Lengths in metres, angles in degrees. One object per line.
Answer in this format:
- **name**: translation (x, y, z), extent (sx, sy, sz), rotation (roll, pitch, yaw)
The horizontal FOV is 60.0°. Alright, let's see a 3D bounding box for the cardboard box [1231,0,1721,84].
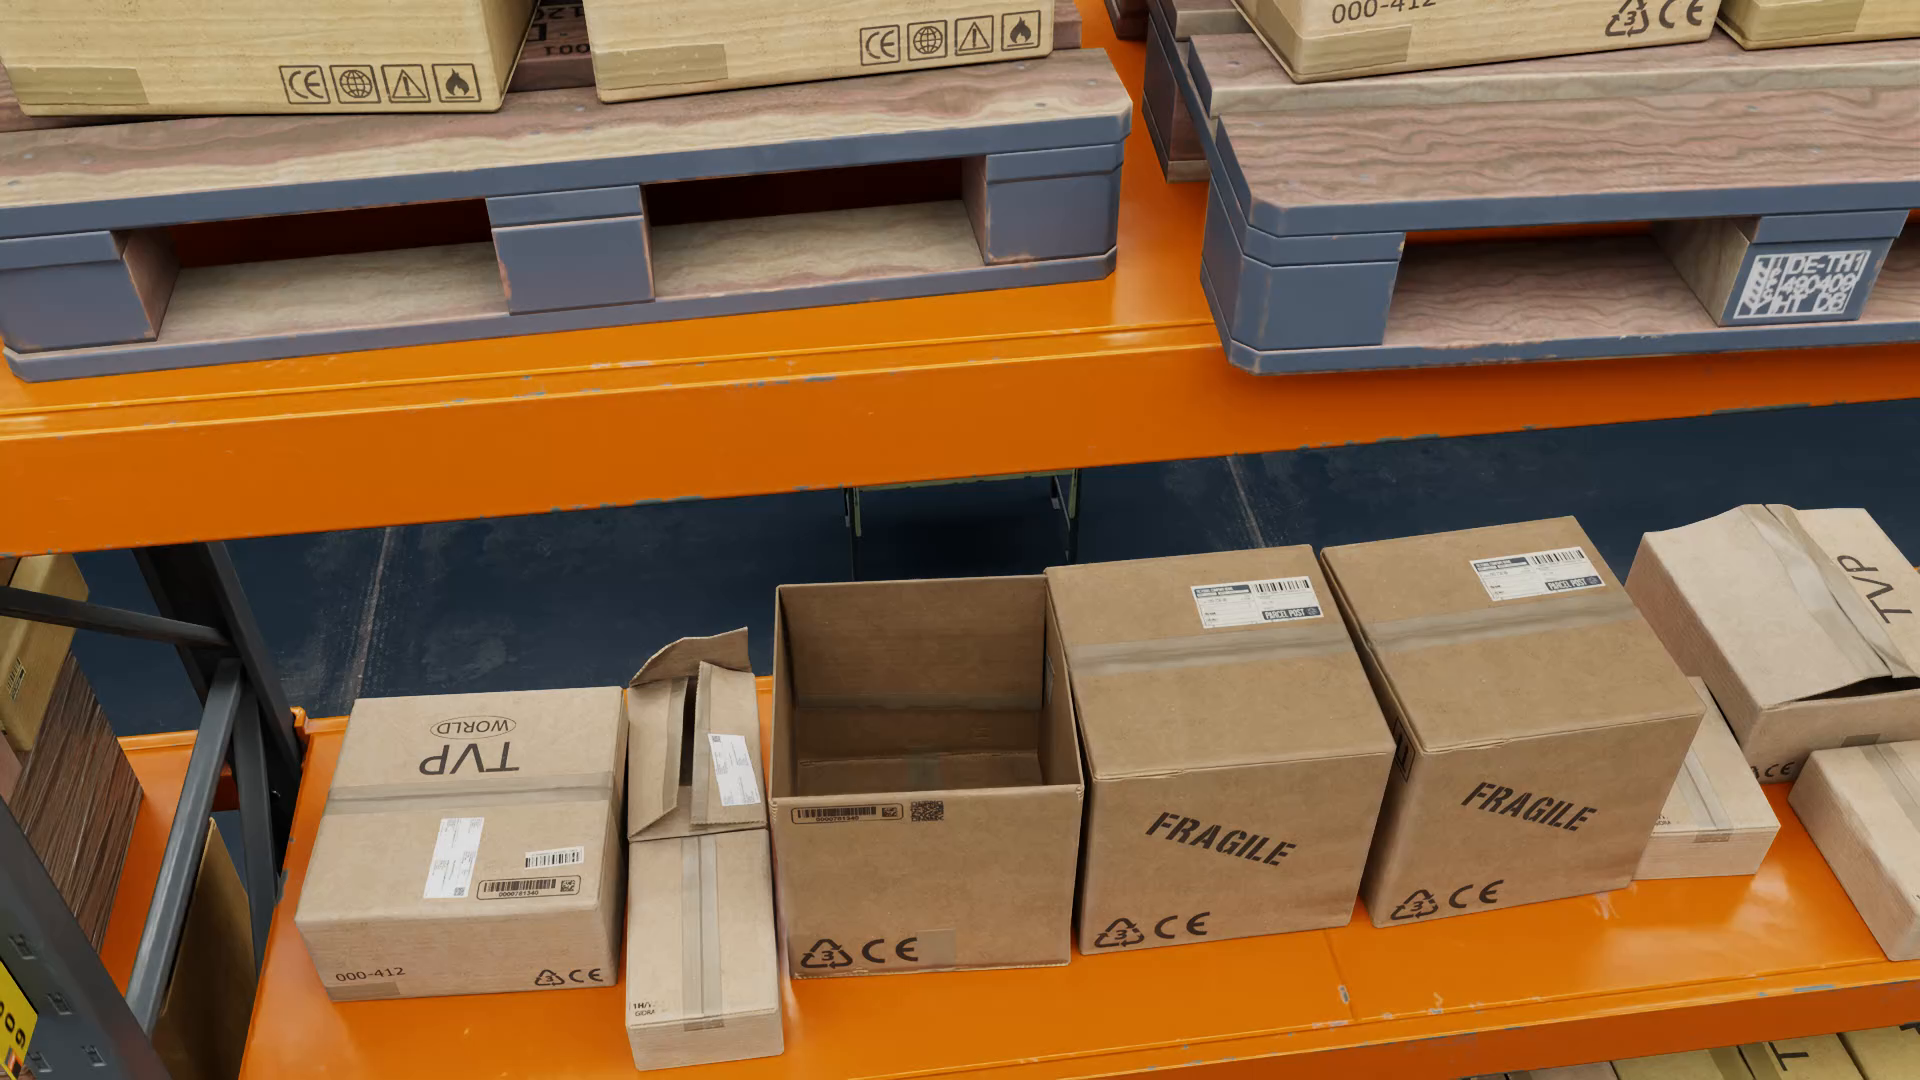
- **cardboard box**: translation (0.552, -0.782, 1.936), extent (0.500, 0.250, 0.500), rotation (-8, 43, -9)

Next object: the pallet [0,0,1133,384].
- **pallet**: translation (-0.479, -0.570, 2.046), extent (1.217, 0.209, 0.805), rotation (-7, 42, -7)

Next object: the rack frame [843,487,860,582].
- **rack frame**: translation (-0.370, -0.525, 5.212), extent (0.023, 1.500, 0.400), rotation (-5, 42, -6)

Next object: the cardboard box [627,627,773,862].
- **cardboard box**: translation (-0.504, 0.409, 3.157), extent (0.258, 0.266, 0.396), rotation (-6, 42, -7)

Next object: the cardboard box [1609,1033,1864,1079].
- **cardboard box**: translation (1.612, 1.126, 3.583), extent (0.500, 0.311, 0.500), rotation (-6, 42, -6)

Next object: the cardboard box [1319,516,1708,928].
- **cardboard box**: translation (0.953, 0.330, 3.070), extent (0.500, 0.500, 0.500), rotation (-7, 43, -8)

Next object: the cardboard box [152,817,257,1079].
- **cardboard box**: translation (-1.852, 0.977, 3.607), extent (0.500, 0.500, 0.500), rotation (-5, 42, -6)

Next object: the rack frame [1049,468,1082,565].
- **rack frame**: translation (0.356, -0.588, 5.282), extent (0.023, 1.500, 0.400), rotation (-5, 42, -6)

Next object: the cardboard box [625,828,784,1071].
- **cardboard box**: translation (-0.447, 0.710, 2.911), extent (0.250, 0.149, 0.380), rotation (-5, 42, -6)

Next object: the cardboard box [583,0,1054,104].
- **cardboard box**: translation (-0.196, -0.753, 1.904), extent (0.500, 0.250, 0.500), rotation (-9, 43, -10)

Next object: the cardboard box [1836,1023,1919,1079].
- **cardboard box**: translation (2.127, 1.076, 3.638), extent (0.500, 0.311, 0.500), rotation (-4, 42, -4)

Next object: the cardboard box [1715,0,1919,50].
- **cardboard box**: translation (1.086, -0.827, 1.987), extent (0.500, 0.250, 0.500), rotation (-6, 42, -6)

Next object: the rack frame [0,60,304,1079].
- **rack frame**: translation (-1.352, 0.558, 2.892), extent (0.127, 3.000, 1.000), rotation (-5, 42, -6)

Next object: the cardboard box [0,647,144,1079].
- **cardboard box**: translation (-1.791, 0.563, 2.811), extent (0.500, 0.500, 0.700), rotation (-6, 42, -7)

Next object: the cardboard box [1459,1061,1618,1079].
- **cardboard box**: translation (1.111, 1.168, 3.537), extent (0.500, 0.311, 0.500), rotation (-5, 42, -6)

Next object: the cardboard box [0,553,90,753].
- **cardboard box**: translation (-1.644, 0.174, 2.758), extent (0.250, 0.149, 0.380), rotation (-5, 42, -6)

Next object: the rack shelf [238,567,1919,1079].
- **rack shelf**: translation (0.631, 0.651, 3.326), extent (4.000, 0.370, 1.077), rotation (-5, 42, -6)

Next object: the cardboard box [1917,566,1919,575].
- **cardboard box**: translation (2.248, 0.246, 3.304), extent (0.500, 0.311, 0.500), rotation (-3, 42, -3)

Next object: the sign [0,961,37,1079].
- **sign**: translation (-1.279, 0.575, 2.167), extent (0.005, 0.325, 0.100), rotation (-5, 42, -6)

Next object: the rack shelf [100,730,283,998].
- **rack shelf**: translation (-3.335, 0.999, 2.941), extent (4.000, 0.370, 1.077), rotation (-5, 42, -6)

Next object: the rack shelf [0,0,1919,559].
- **rack shelf**: translation (0.631, -0.463, 2.321), extent (4.000, 0.370, 1.077), rotation (-5, 42, -6)

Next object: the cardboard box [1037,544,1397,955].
- **cardboard box**: translation (0.431, 0.375, 3.020), extent (0.500, 0.500, 0.500), rotation (-5, 42, -5)

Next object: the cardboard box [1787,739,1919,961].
- **cardboard box**: translation (1.758, 0.565, 3.071), extent (0.250, 0.149, 0.380), rotation (-5, 42, -6)

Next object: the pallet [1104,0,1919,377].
- **pallet**: translation (0.844, -0.616, 2.095), extent (1.213, 0.211, 1.003), rotation (-3, 42, -4)

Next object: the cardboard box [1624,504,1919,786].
- **cardboard box**: translation (1.702, 0.192, 3.364), extent (0.500, 0.311, 0.500), rotation (-5, 42, -6)

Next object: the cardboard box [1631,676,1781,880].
- **cardboard box**: translation (1.357, 0.452, 3.197), extent (0.250, 0.149, 0.380), rotation (-2, 42, -2)

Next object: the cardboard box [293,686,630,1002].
- **cardboard box**: translation (-0.869, 0.542, 3.022), extent (0.500, 0.250, 0.500), rotation (-3, 42, -3)

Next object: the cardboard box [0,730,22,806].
- **cardboard box**: translation (-1.594, 0.446, 2.457), extent (0.250, 0.149, 0.380), rotation (-5, 42, -6)

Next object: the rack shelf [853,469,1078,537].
- **rack shelf**: translation (-0.007, -0.314, 5.465), extent (0.720, 0.370, 0.431), rotation (-5, 42, -6)

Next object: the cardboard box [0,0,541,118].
- **cardboard box**: translation (-0.740, -0.704, 1.849), extent (0.500, 0.250, 0.500), rotation (-1, 42, -1)

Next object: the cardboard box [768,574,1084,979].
- **cardboard box**: translation (-0.066, 0.419, 2.971), extent (0.500, 0.500, 0.500), rotation (-2, 42, -2)

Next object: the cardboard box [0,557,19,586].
- **cardboard box**: translation (-1.791, 0.082, 2.377), extent (0.500, 0.500, 0.700), rotation (-5, 42, -5)

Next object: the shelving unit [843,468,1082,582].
- **shelving unit**: translation (-0.007, -0.556, 5.247), extent (0.755, 1.500, 0.431), rotation (-5, 42, -6)
